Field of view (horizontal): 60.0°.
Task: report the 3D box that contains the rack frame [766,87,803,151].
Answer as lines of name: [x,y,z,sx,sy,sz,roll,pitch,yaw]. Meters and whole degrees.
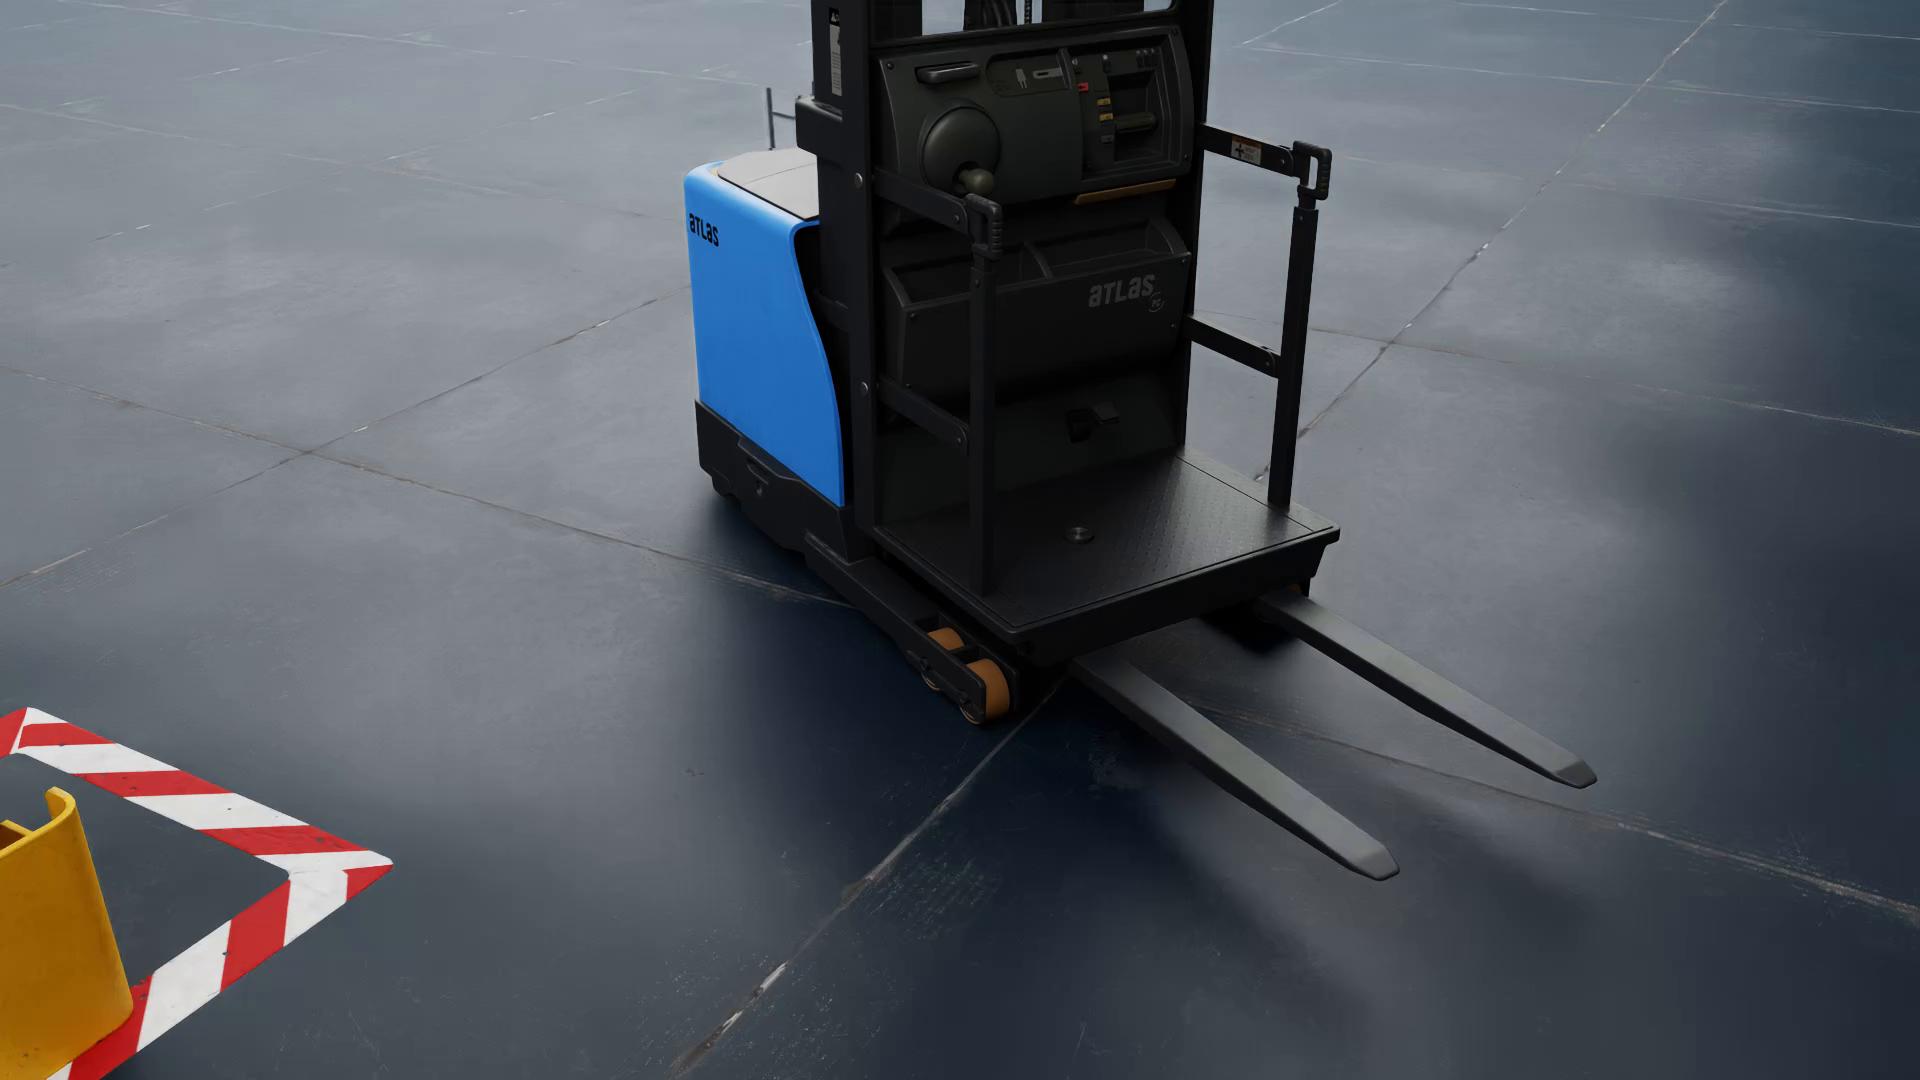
rack frame: [-0.568,-0.946,5.784,0.006,1.200,0.240,-17,28,-31]

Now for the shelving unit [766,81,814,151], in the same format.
shelving unit: [-0.492,-0.970,5.831,0.189,1.200,0.258,-17,28,-31]

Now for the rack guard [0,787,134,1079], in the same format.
rack guard: [-2.235,0.660,3.374,1.175,0.500,0.348,14,30,26]

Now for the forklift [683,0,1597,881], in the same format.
forklift: [0.331,-1.075,4.122,1.130,2.935,3.031,-16,31,-28]
